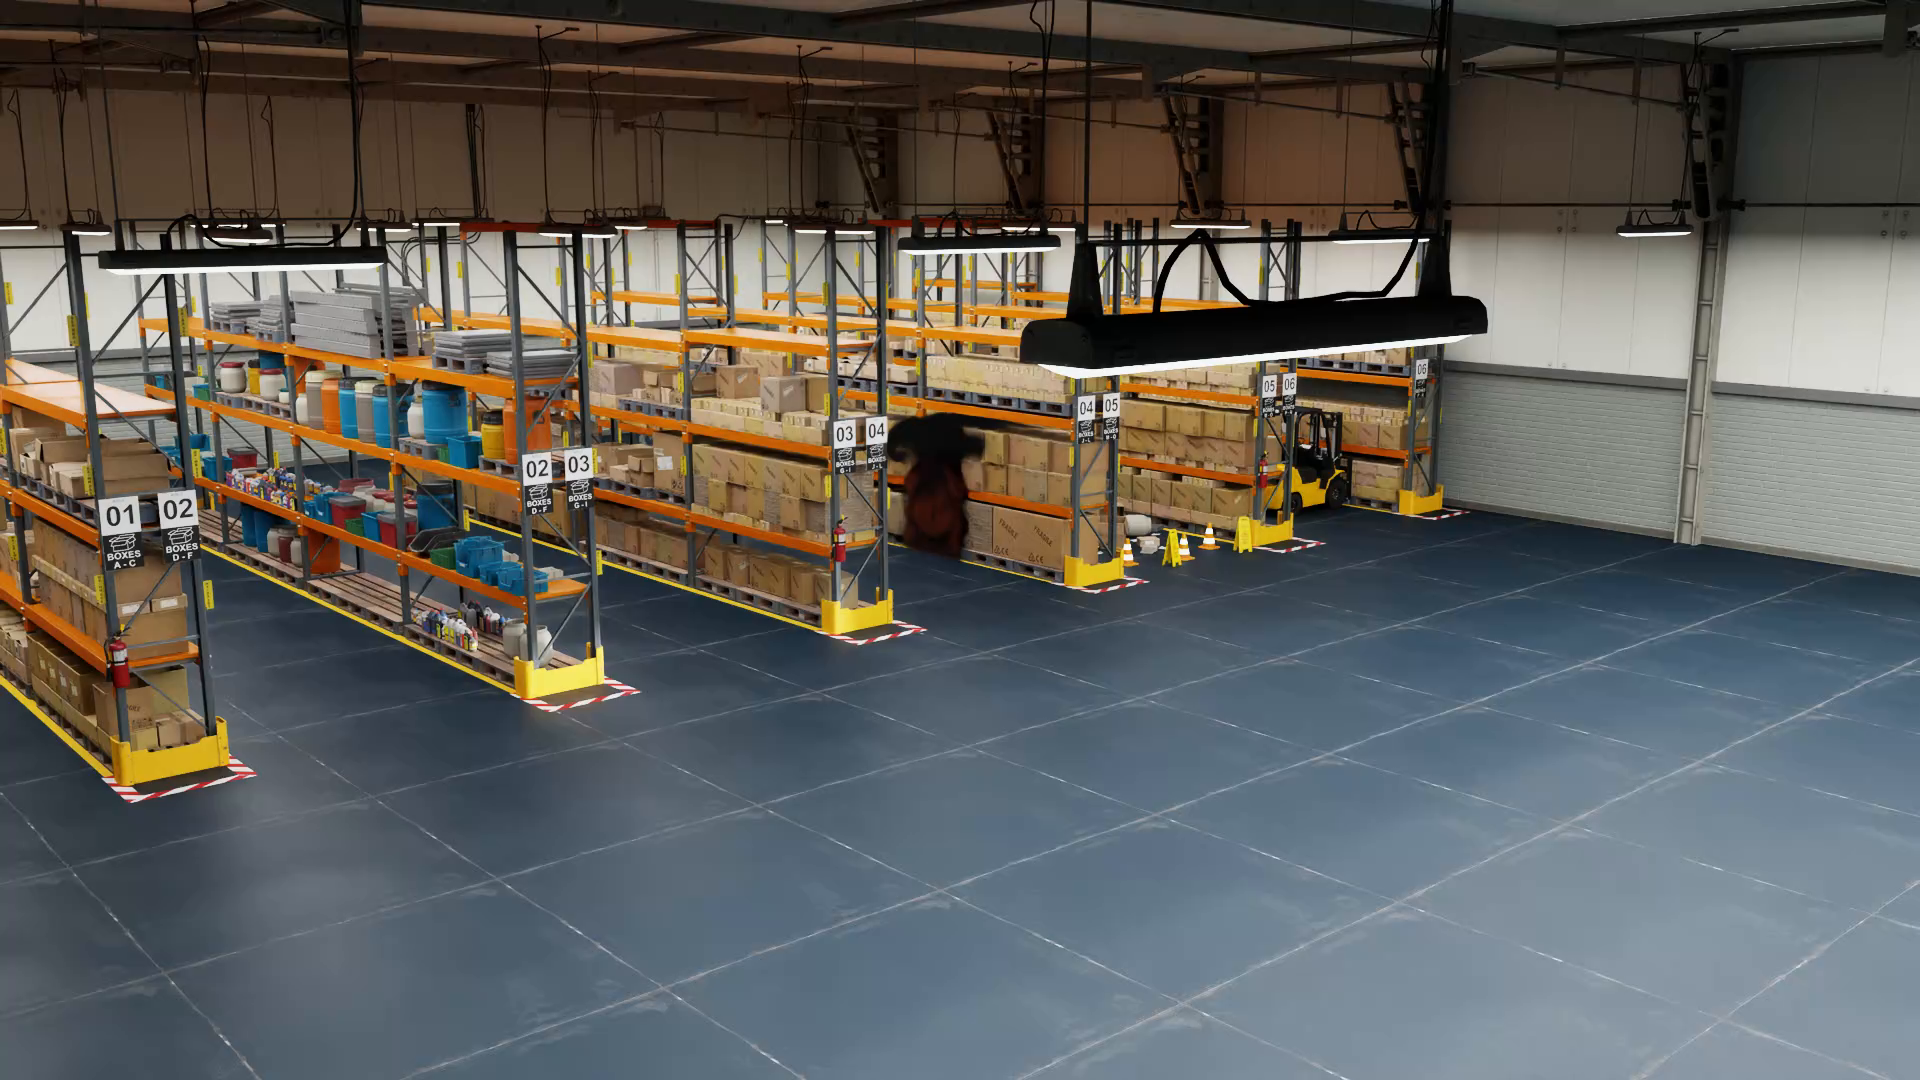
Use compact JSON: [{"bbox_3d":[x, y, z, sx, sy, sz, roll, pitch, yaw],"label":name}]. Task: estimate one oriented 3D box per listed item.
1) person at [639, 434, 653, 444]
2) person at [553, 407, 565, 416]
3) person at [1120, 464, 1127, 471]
[{"bbox_3d":[-7.936,-3.031,42.273,0.716,1.749,0.976,8,14,34],"label":"person"},{"bbox_3d":[-9.416,-2.348,39.118,0.640,1.842,0.832,-6,13,-26],"label":"person"},{"bbox_3d":[3.851,-1.867,36.712,0.913,1.747,0.671,8,14,34],"label":"person"}]
